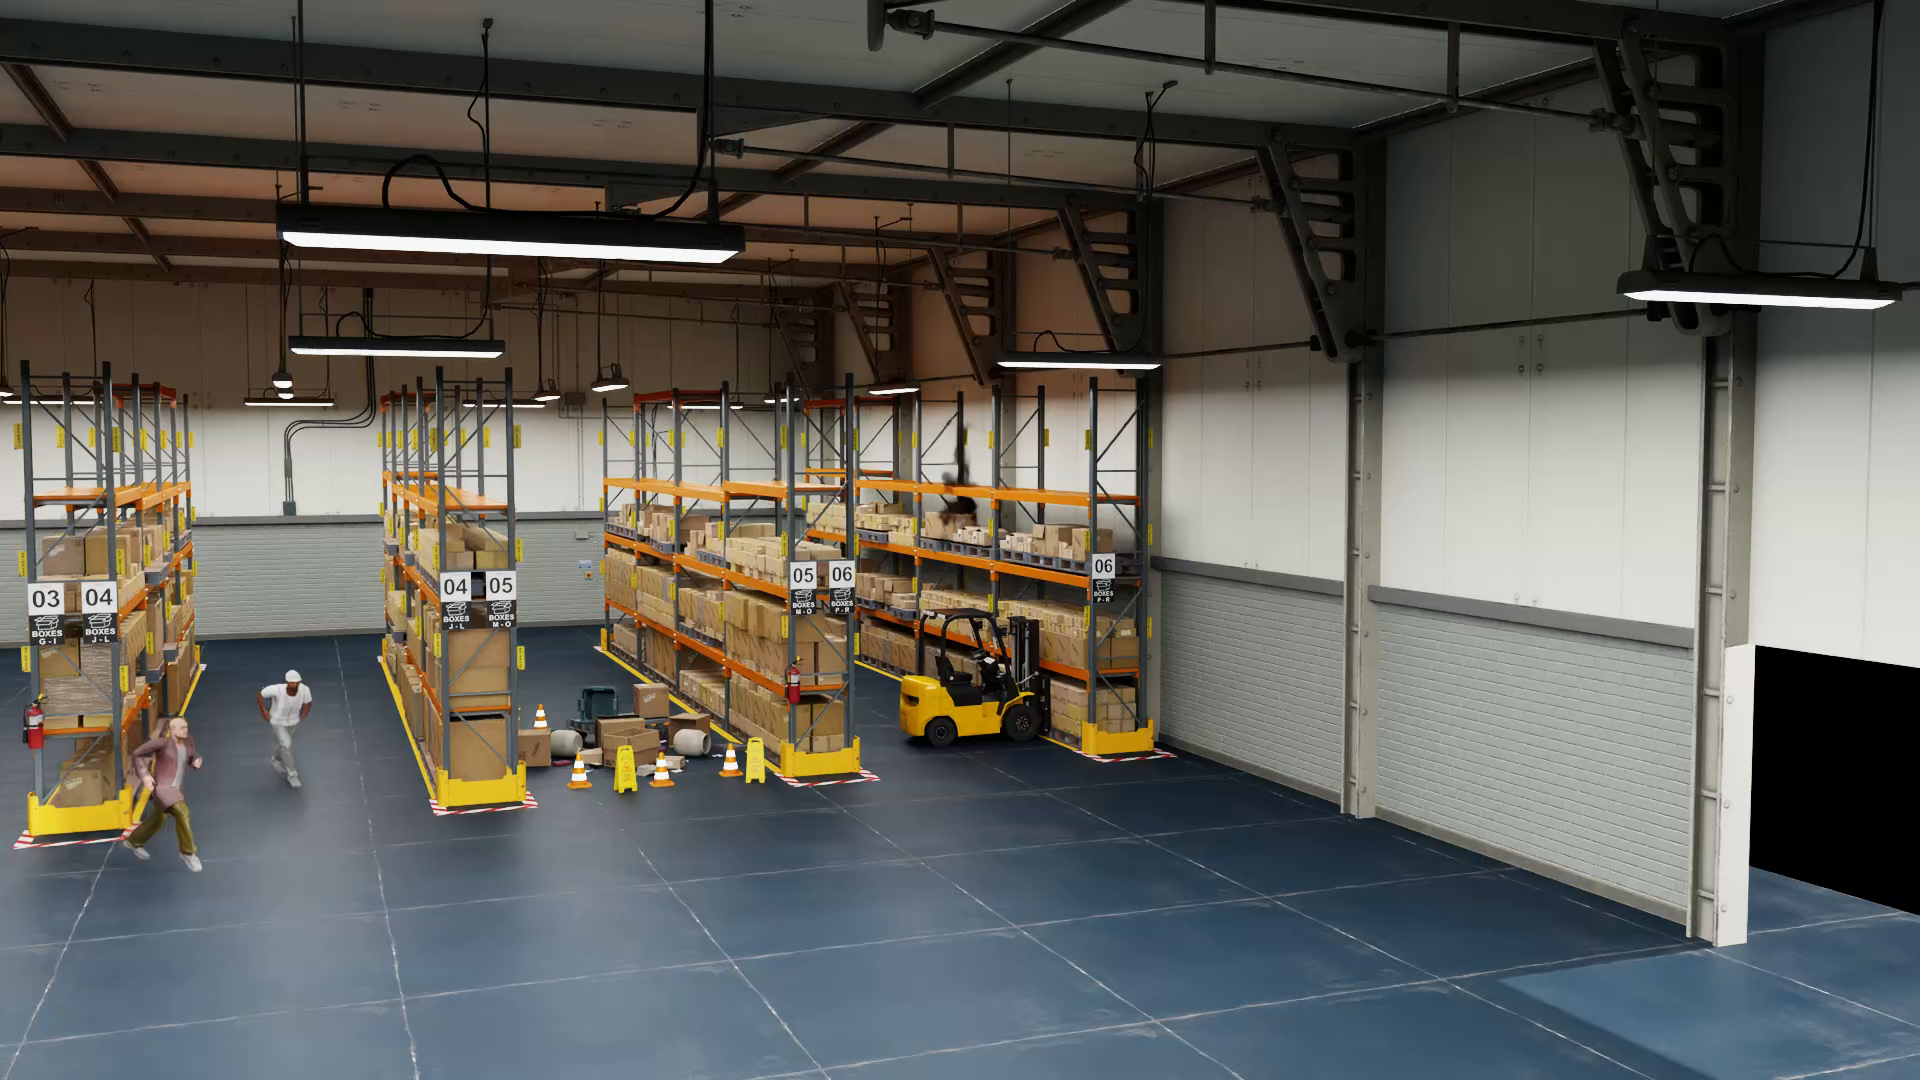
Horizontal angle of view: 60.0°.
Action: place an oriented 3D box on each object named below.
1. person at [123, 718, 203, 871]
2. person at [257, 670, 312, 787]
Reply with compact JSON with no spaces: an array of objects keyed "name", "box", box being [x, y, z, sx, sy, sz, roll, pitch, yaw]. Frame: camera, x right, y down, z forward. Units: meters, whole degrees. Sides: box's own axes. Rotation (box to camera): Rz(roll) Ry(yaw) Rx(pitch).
[{"name":"person","box":[-9.345,2.965,19.472,1.080,1.800,0.704,1,3,10]},{"name":"person","box":[-9.888,2.724,24.309,0.746,1.715,1.060,-3,5,-41]}]
